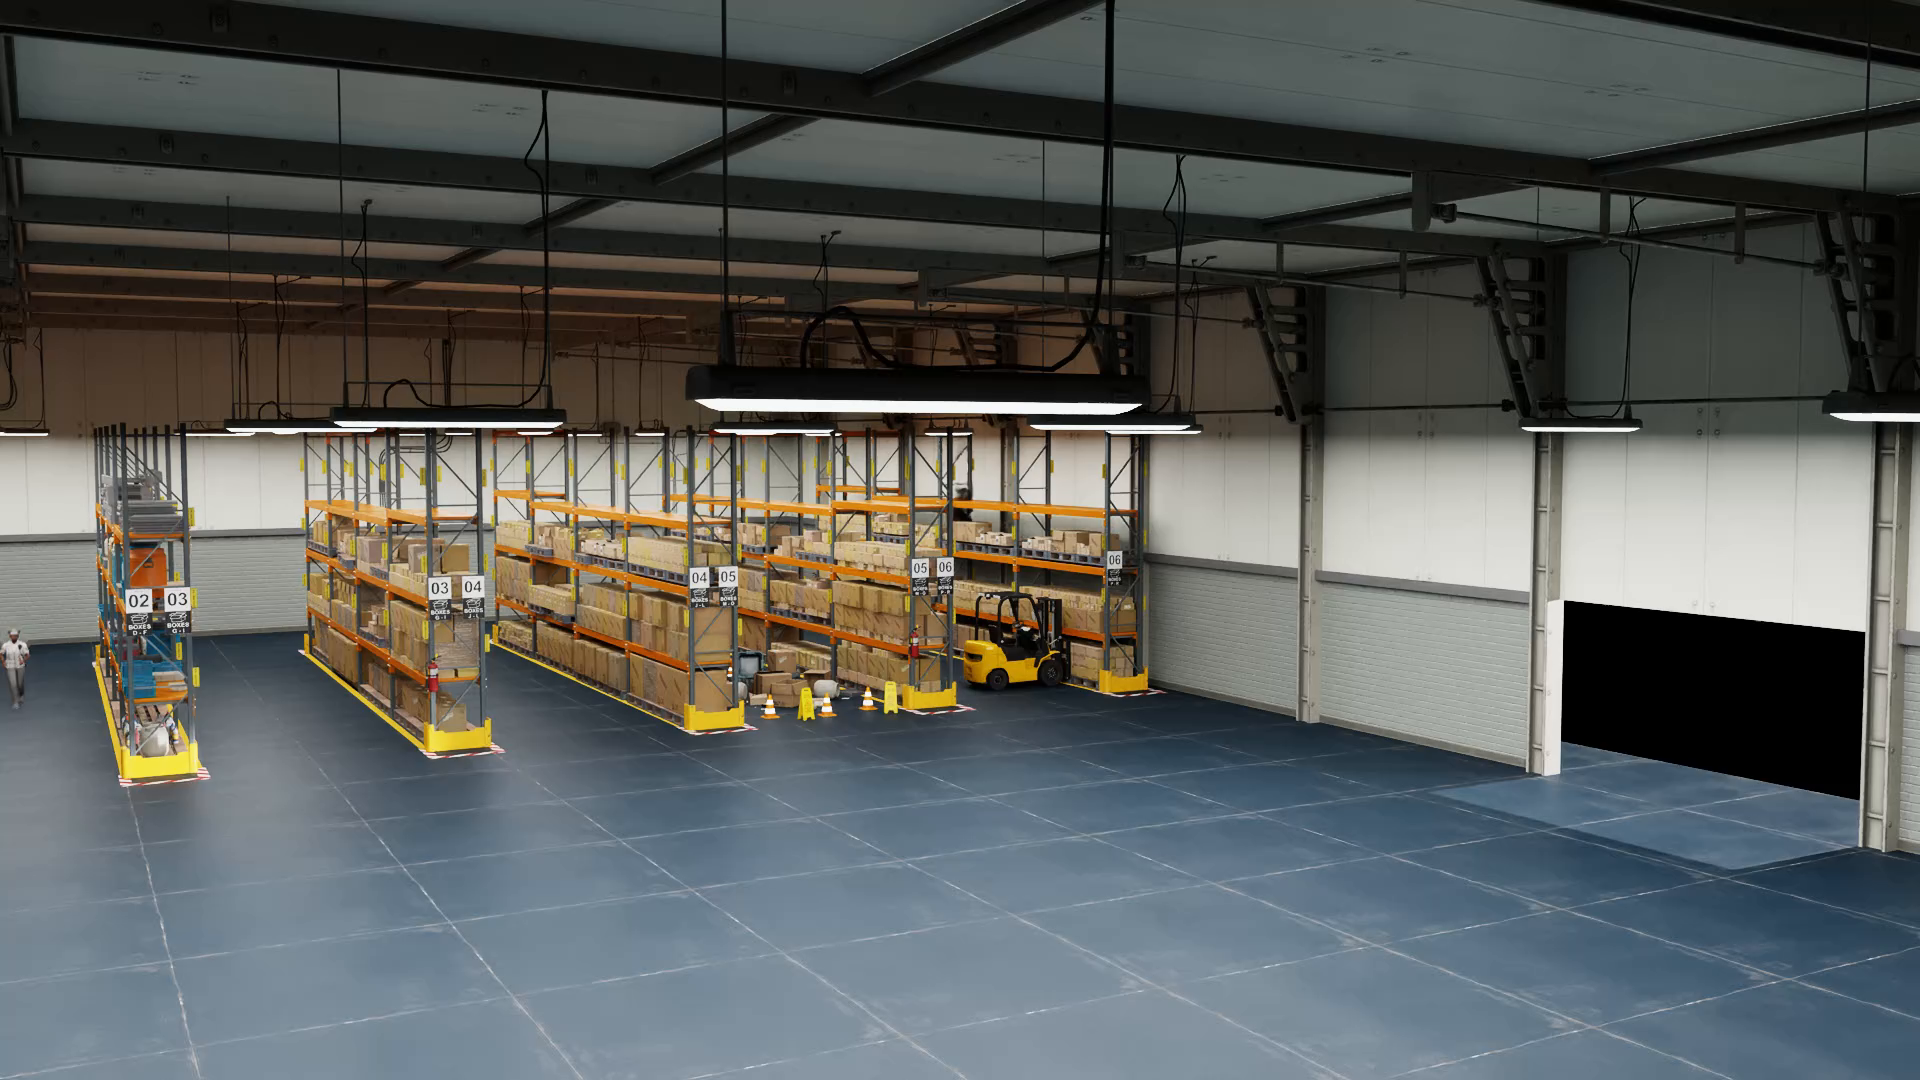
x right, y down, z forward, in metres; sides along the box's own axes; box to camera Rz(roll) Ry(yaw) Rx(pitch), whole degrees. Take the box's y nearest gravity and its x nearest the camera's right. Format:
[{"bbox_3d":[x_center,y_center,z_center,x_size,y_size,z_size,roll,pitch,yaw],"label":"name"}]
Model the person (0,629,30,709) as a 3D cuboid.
[{"bbox_3d":[-20.200,2.734,35.539,0.585,1.695,0.705,-2,4,-29],"label":"person"}]
